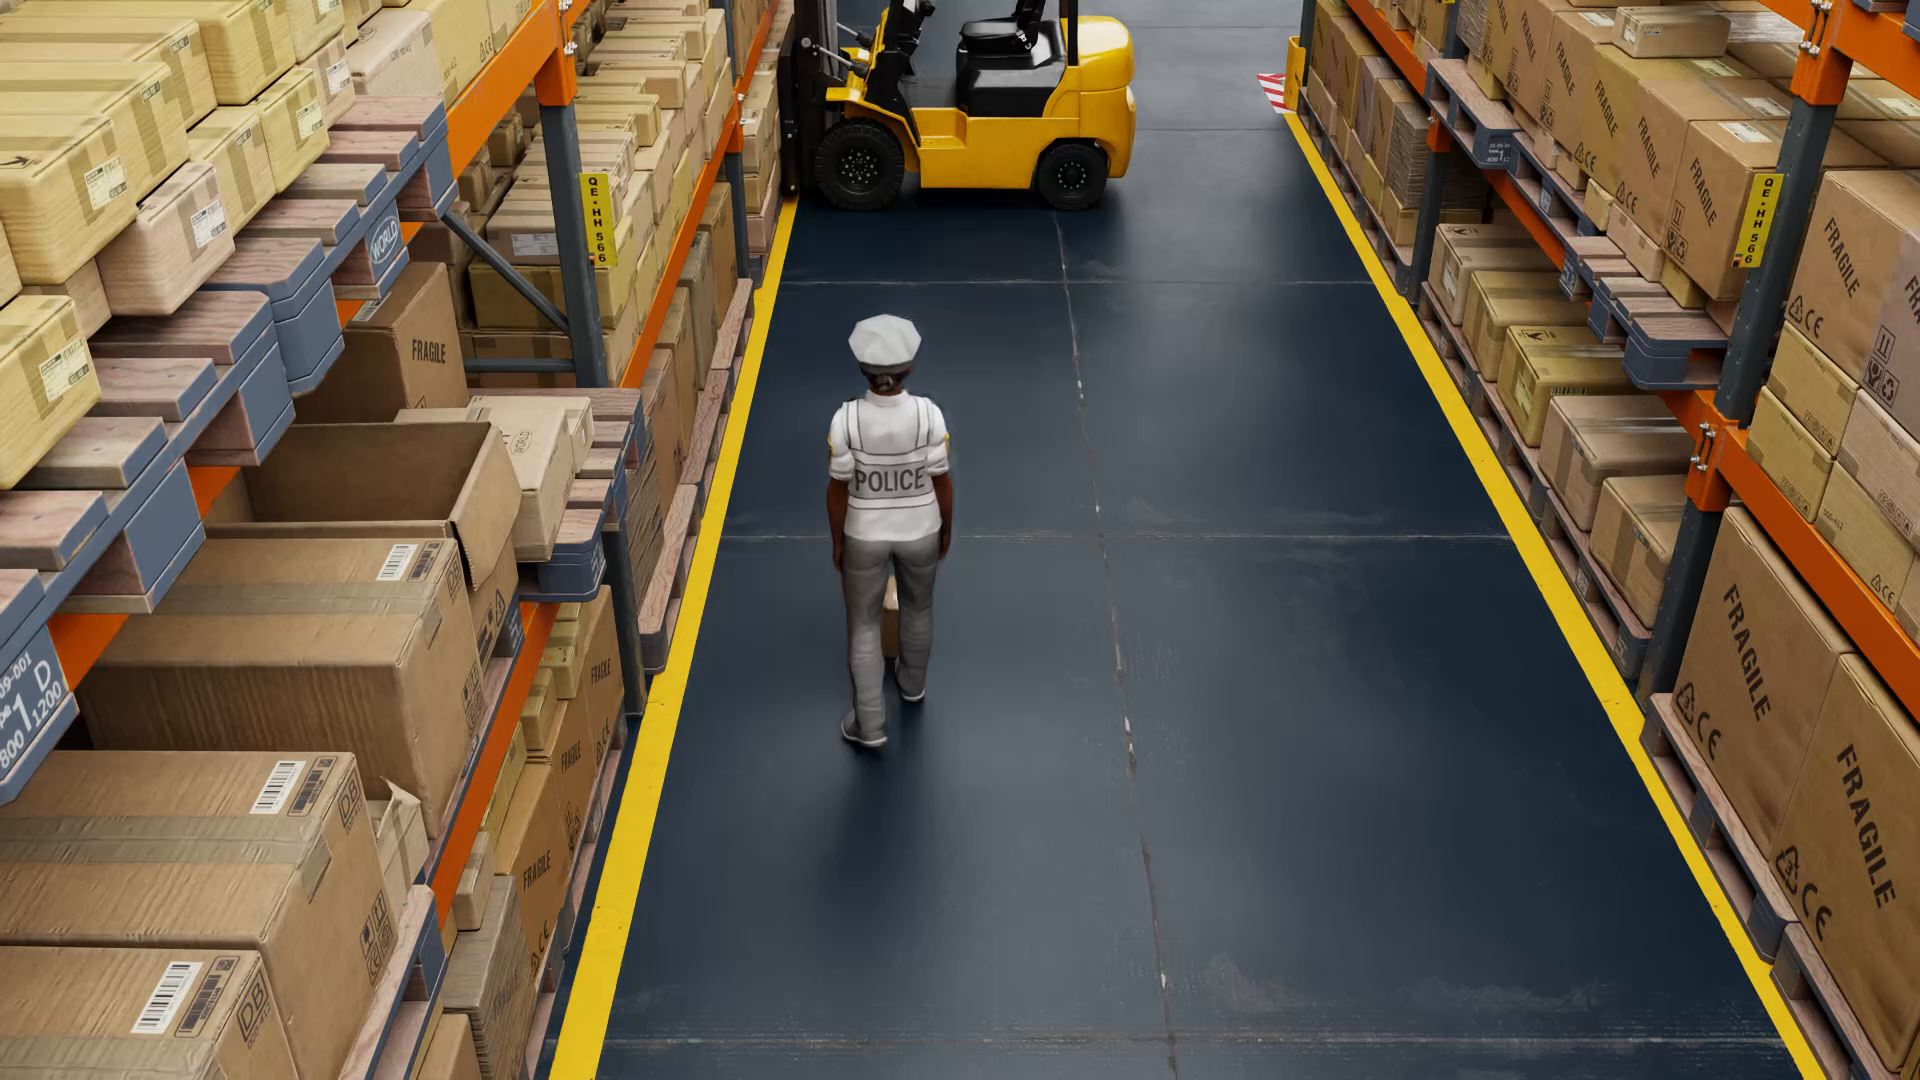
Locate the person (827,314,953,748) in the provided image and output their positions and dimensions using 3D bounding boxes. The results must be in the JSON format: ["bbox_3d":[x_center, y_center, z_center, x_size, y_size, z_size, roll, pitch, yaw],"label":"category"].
[{"bbox_3d":[-0.258,-0.038,6.176,0.460,1.696,0.620,-3,32,-4],"label":"person"}]
